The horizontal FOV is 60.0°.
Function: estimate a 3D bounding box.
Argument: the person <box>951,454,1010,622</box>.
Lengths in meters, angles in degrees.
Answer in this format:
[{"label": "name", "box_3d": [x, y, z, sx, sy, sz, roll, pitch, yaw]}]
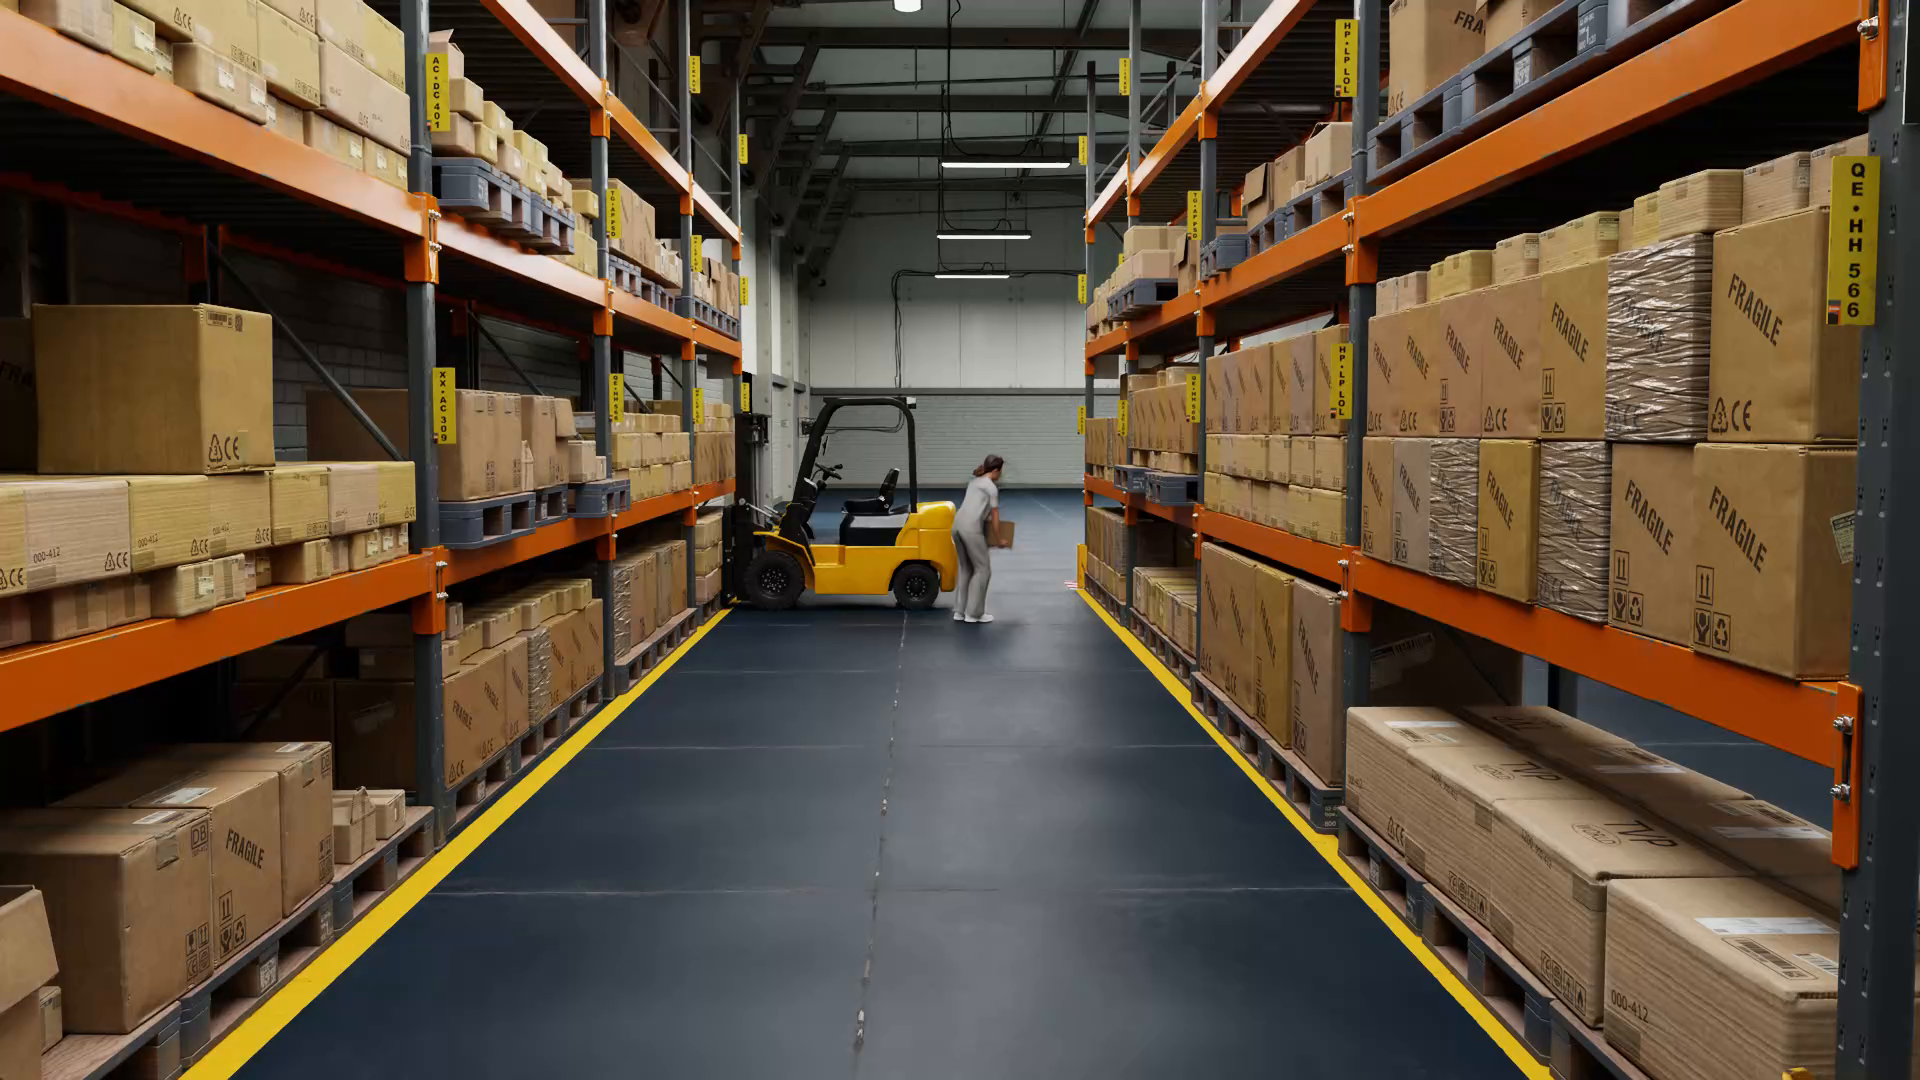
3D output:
[{"label": "person", "box_3d": [0.190, -0.023, 15.920, 0.551, 1.599, 0.408, -2, 4, -32]}]
